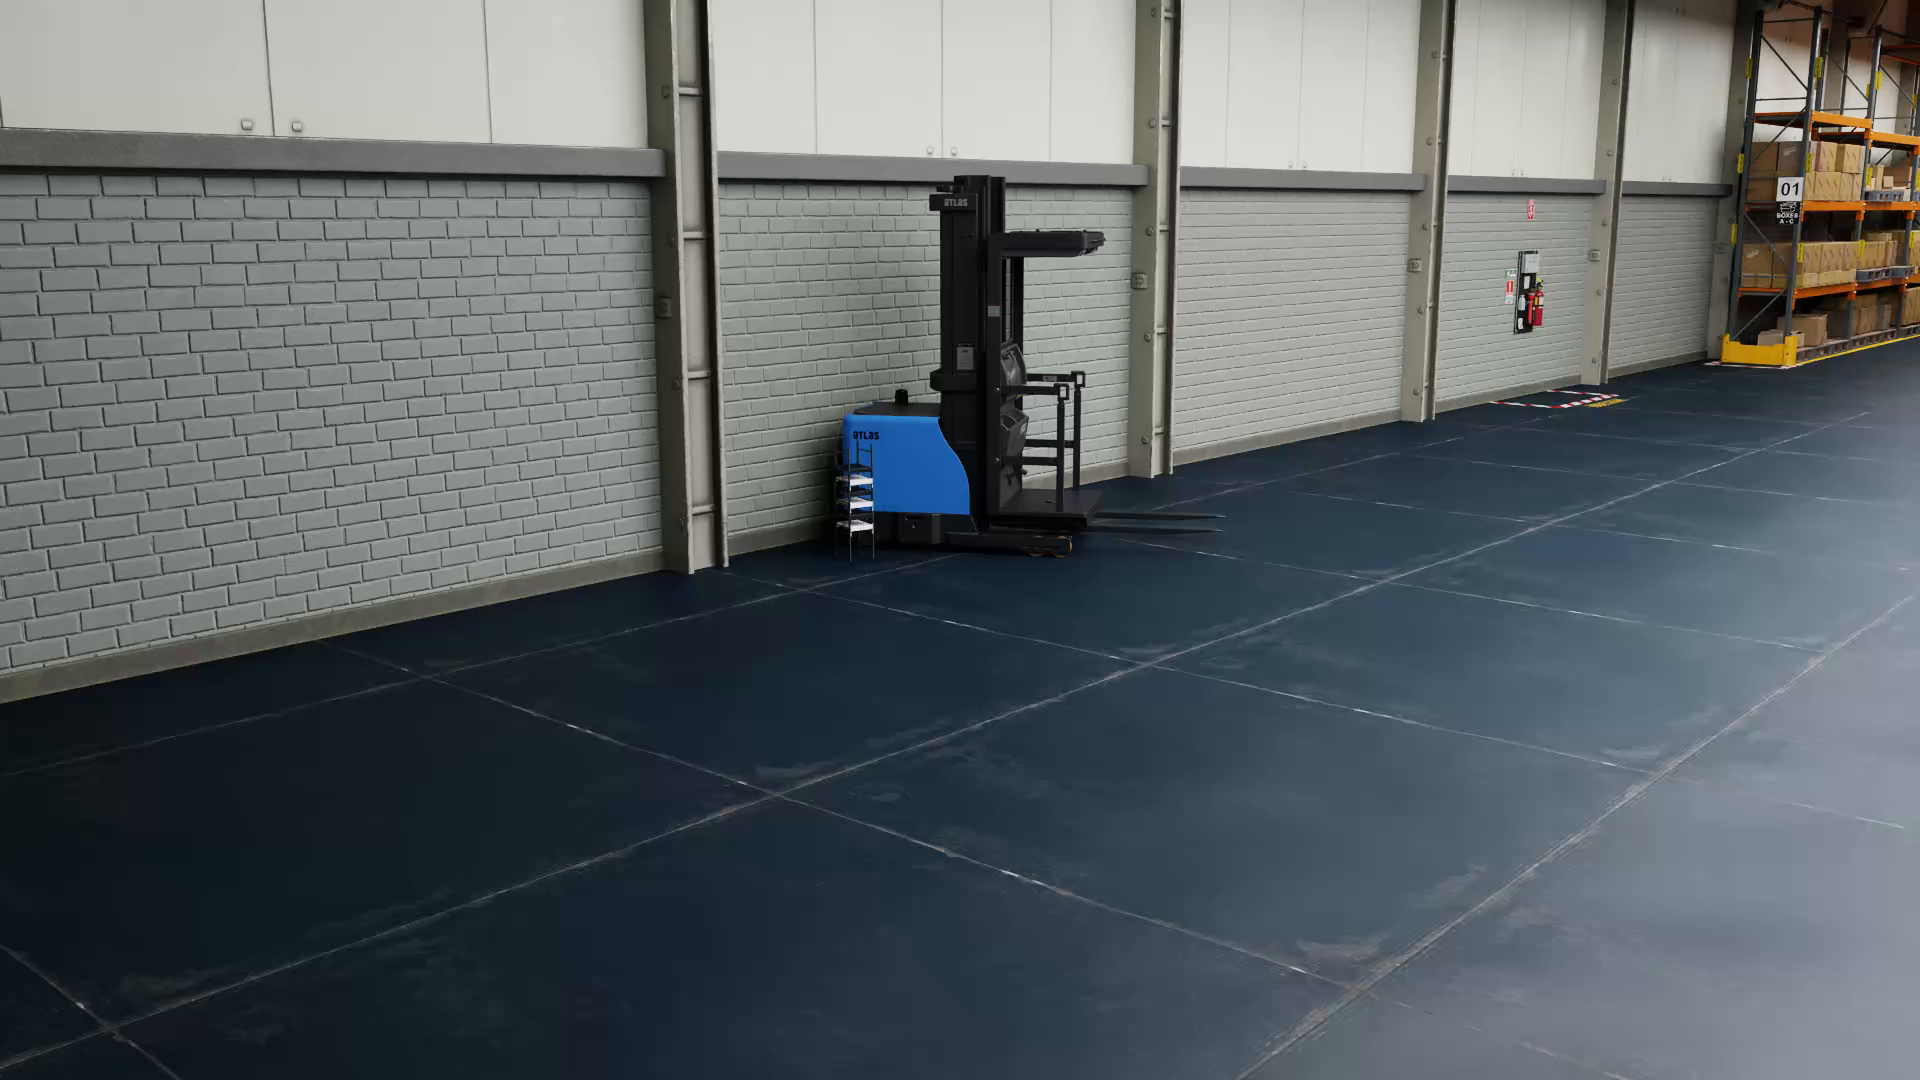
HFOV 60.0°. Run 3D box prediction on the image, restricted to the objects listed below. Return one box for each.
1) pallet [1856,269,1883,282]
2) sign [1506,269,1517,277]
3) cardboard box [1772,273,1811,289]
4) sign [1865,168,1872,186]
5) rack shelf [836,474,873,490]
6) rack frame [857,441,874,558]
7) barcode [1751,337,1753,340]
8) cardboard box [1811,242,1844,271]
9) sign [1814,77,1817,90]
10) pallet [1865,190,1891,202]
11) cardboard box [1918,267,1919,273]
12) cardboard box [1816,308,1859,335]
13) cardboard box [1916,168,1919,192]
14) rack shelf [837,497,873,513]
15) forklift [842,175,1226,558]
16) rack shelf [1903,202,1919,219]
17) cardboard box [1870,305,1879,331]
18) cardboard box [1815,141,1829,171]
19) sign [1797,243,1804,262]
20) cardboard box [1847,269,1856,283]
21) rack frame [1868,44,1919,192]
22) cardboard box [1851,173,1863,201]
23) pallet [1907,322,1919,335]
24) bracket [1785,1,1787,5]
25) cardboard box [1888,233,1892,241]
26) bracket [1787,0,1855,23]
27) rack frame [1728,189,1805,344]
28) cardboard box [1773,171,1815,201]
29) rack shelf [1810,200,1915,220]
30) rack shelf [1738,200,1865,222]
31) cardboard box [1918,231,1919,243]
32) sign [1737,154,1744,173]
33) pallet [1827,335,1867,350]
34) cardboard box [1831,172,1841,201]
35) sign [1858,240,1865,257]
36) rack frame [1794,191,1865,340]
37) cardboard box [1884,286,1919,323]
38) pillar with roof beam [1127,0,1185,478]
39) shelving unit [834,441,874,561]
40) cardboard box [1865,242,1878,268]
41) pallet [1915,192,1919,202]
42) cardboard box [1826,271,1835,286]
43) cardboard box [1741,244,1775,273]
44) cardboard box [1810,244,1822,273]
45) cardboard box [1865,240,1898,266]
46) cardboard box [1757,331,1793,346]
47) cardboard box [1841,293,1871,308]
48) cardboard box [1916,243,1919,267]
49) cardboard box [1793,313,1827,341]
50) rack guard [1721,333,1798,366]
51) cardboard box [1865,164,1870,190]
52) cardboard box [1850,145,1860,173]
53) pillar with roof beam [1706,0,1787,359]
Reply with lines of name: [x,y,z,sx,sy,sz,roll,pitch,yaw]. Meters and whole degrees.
pallet: [17.272,-5.168,32.420,1.003,0.211,1.213,10,15,40]
sign: [7.777,-3.763,23.448,0.001,0.109,0.331,10,15,40]
cardboard box: [14.579,-4.547,29.152,0.500,0.250,0.500,9,15,39]
sign: [17.071,-6.824,31.242,0.100,0.325,0.005,10,15,40]
rack shelf: [-0.827,-0.450,12.917,0.200,0.077,0.258,-7,13,-32]
rack frame: [-0.741,-0.317,13.000,0.006,0.900,0.240,-7,13,-32]
barcode: [14.254,-3.627,29.929,0.001,0.075,0.075,10,15,40]
cardboard box: [15.913,-5.217,30.588,0.500,0.500,0.500,9,15,39]
sign: [16.238,-8.717,31.593,0.100,0.325,0.005,10,15,40]
pallet: [17.146,-6.625,32.043,1.213,0.211,1.003,10,15,40]
cardboard box: [20.519,-5.855,35.960,0.380,0.149,0.250,10,15,41]
cardboard box: [17.435,-4.352,33.100,0.700,0.500,0.500,9,15,39]
cardboard box: [20.261,-7.736,35.750,0.700,0.500,0.500,11,16,43]
rack shelf: [-0.827,-0.273,12.953,0.200,0.077,0.258,-7,13,-32]
forklift: [0.618,-1.413,13.302,3.031,2.935,1.130,2,12,11]
rack shelf: [20.619,-7.170,36.129,1.077,0.370,4.000,10,15,40]
cardboard box: [18.436,-4.574,34.212,0.700,0.500,0.500,10,15,40]
cardboard box: [14.824,-6.693,29.046,0.500,0.500,0.500,10,15,40]
sign: [14.426,-4.935,28.550,0.100,0.325,0.005,10,15,40]
cardboard box: [16.574,-4.996,31.400,0.500,0.250,0.500,10,15,40]
rack frame: [19.299,-8.699,34.291,1.000,3.000,0.127,10,15,40]
cardboard box: [16.509,-6.592,31.093,0.500,0.500,0.500,10,15,42]
pallet: [20.682,-4.675,36.578,1.003,0.211,1.213,10,15,40]
bracket: [14.371,-9.517,29.197,0.235,0.232,0.430,10,15,40]
cardboard box: [19.094,-6.286,34.489,0.380,0.149,0.250,7,14,33]
bracket: [16.072,-9.897,31.095,0.076,0.066,4.783,10,15,40]
rack frame: [14.018,-4.580,28.986,1.000,3.000,0.127,10,15,40]
cardboard box: [14.427,-6.127,28.765,0.500,0.500,0.500,10,15,42]
rack shelf: [17.979,-6.581,33.182,1.077,0.370,4.000,10,15,40]
rack shelf: [15.338,-5.993,30.236,1.077,0.370,4.000,10,15,40]
cardboard box: [20.147,-6.443,35.328,0.500,0.250,0.500,9,15,40]
sign: [13.614,-6.560,28.979,0.100,0.325,0.005,10,15,40]
pallet: [17.171,-3.916,32.780,1.003,0.211,1.213,10,15,40]
cardboard box: [15.485,-6.360,29.931,0.500,0.500,0.500,11,16,44]
sign: [17.071,-5.524,31.502,0.100,0.325,0.005,10,15,40]
rack frame: [16.659,-5.169,31.932,1.000,3.000,0.127,10,15,40]
cardboard box: [20.466,-5.128,36.146,0.750,0.750,0.750,10,15,40]
pillar with roof beam: [5.182,-4.532,13.428,9.100,9.000,0.400,10,15,40]
shelving unit: [-0.827,-0.306,12.946,0.210,0.900,0.258,-7,13,-32]
cardboard box: [17.806,-5.686,33.144,0.500,0.500,0.700,-10,15,-40]
pallet: [19.684,-7.237,35.112,1.213,0.211,1.003,11,16,43]
cardboard box: [15.587,-4.774,30.286,0.500,0.250,0.500,10,15,41]
cardboard box: [14.170,-4.981,29.410,0.500,0.500,0.500,10,15,40]
cardboard box: [14.893,-4.987,29.440,0.500,0.500,0.500,10,15,41]
cardboard box: [18.996,-5.952,34.473,0.700,0.500,0.500,8,14,34]
cardboard box: [14.542,-3.568,29.657,0.500,0.311,0.500,8,14,34]
cardboard box: [18.104,-4.850,33.681,0.500,0.250,0.500,10,15,40]
cardboard box: [20.165,-6.076,35.410,0.500,0.500,0.500,10,15,42]
cardboard box: [16.004,-4.001,31.343,0.500,0.500,0.500,8,14,36]
rack guard: [14.068,-3.366,29.286,1.175,0.500,0.348,10,15,40]
cardboard box: [17.080,-6.965,31.938,0.500,0.500,0.500,-9,15,-39]
cardboard box: [16.176,-6.998,30.571,0.500,0.500,0.500,11,16,43]
pillar with roof beam: [17.064,-7.181,26.687,9.100,9.000,0.548,10,15,40]
